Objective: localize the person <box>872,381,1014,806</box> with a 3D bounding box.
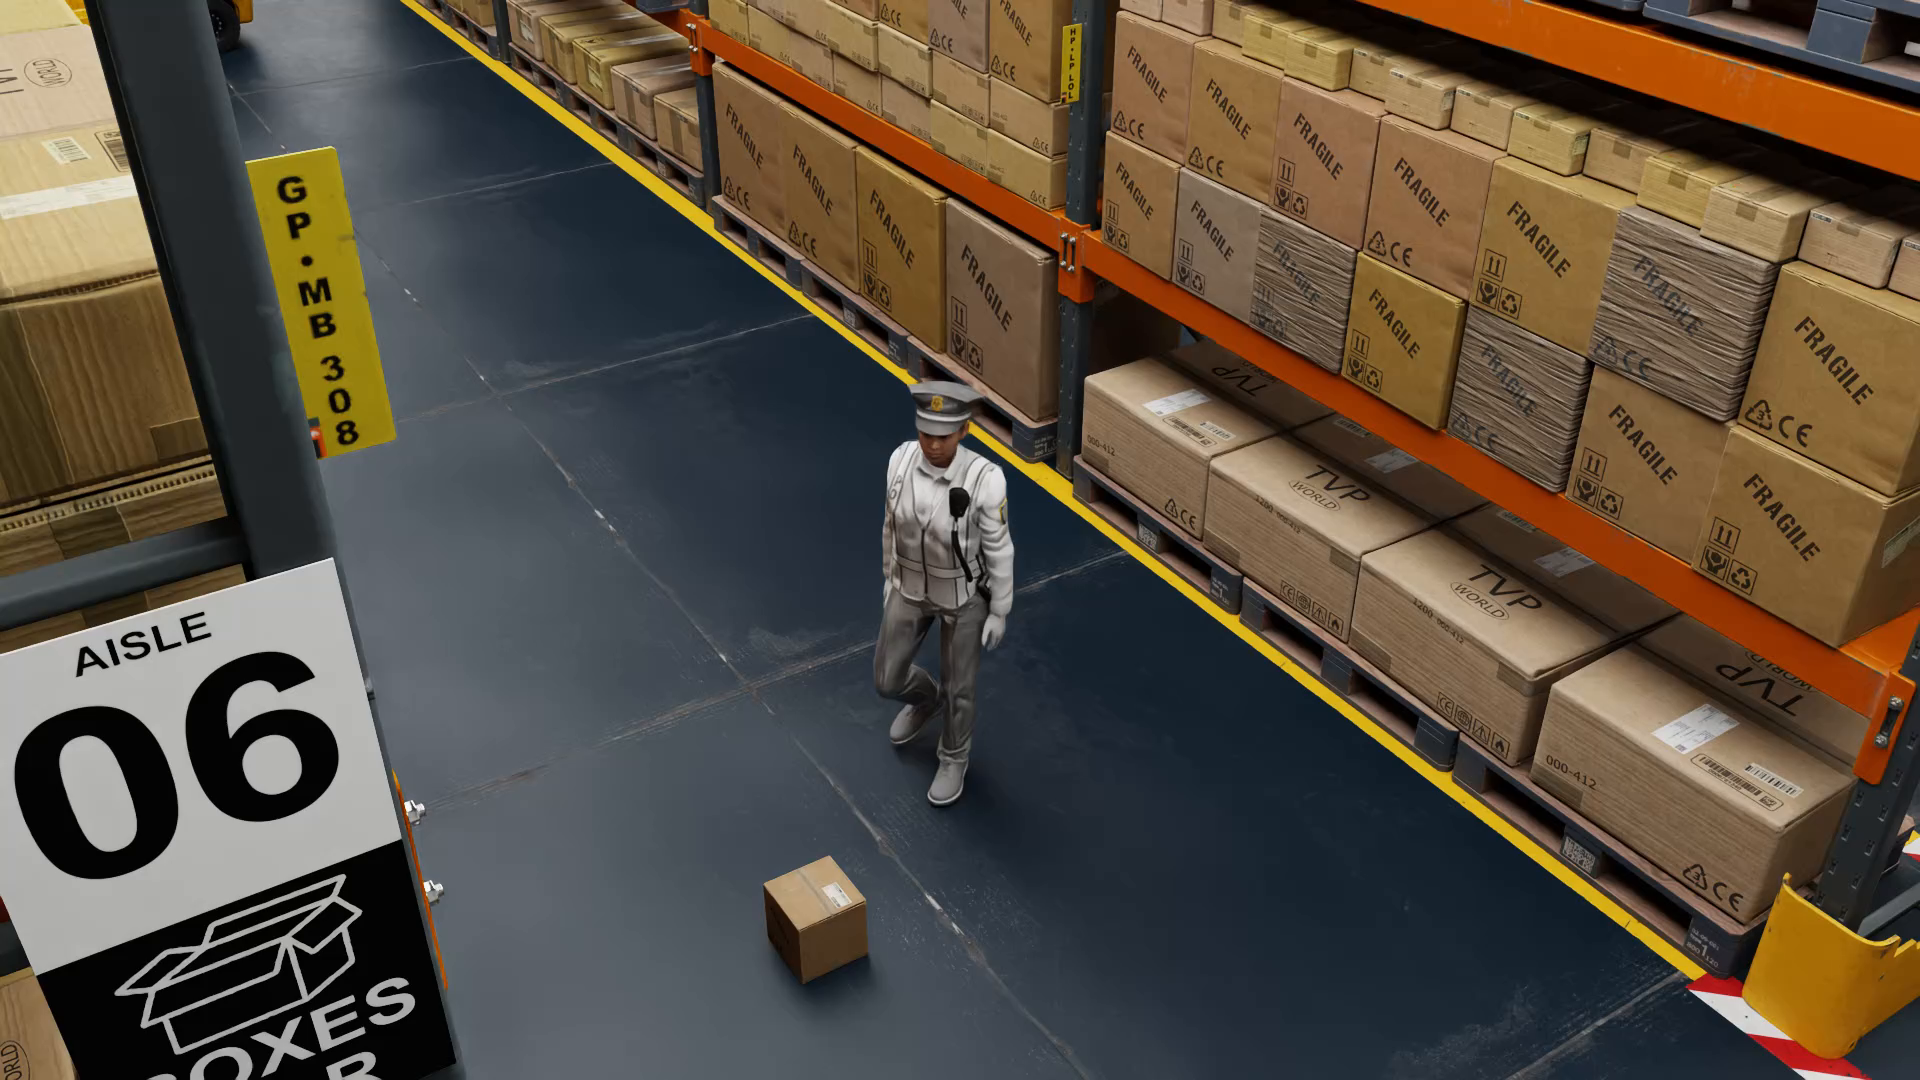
[{"bbox_3d":[-0.051,0.168,5.851,0.514,1.683,0.440,13,35,20],"label":"person"}]
